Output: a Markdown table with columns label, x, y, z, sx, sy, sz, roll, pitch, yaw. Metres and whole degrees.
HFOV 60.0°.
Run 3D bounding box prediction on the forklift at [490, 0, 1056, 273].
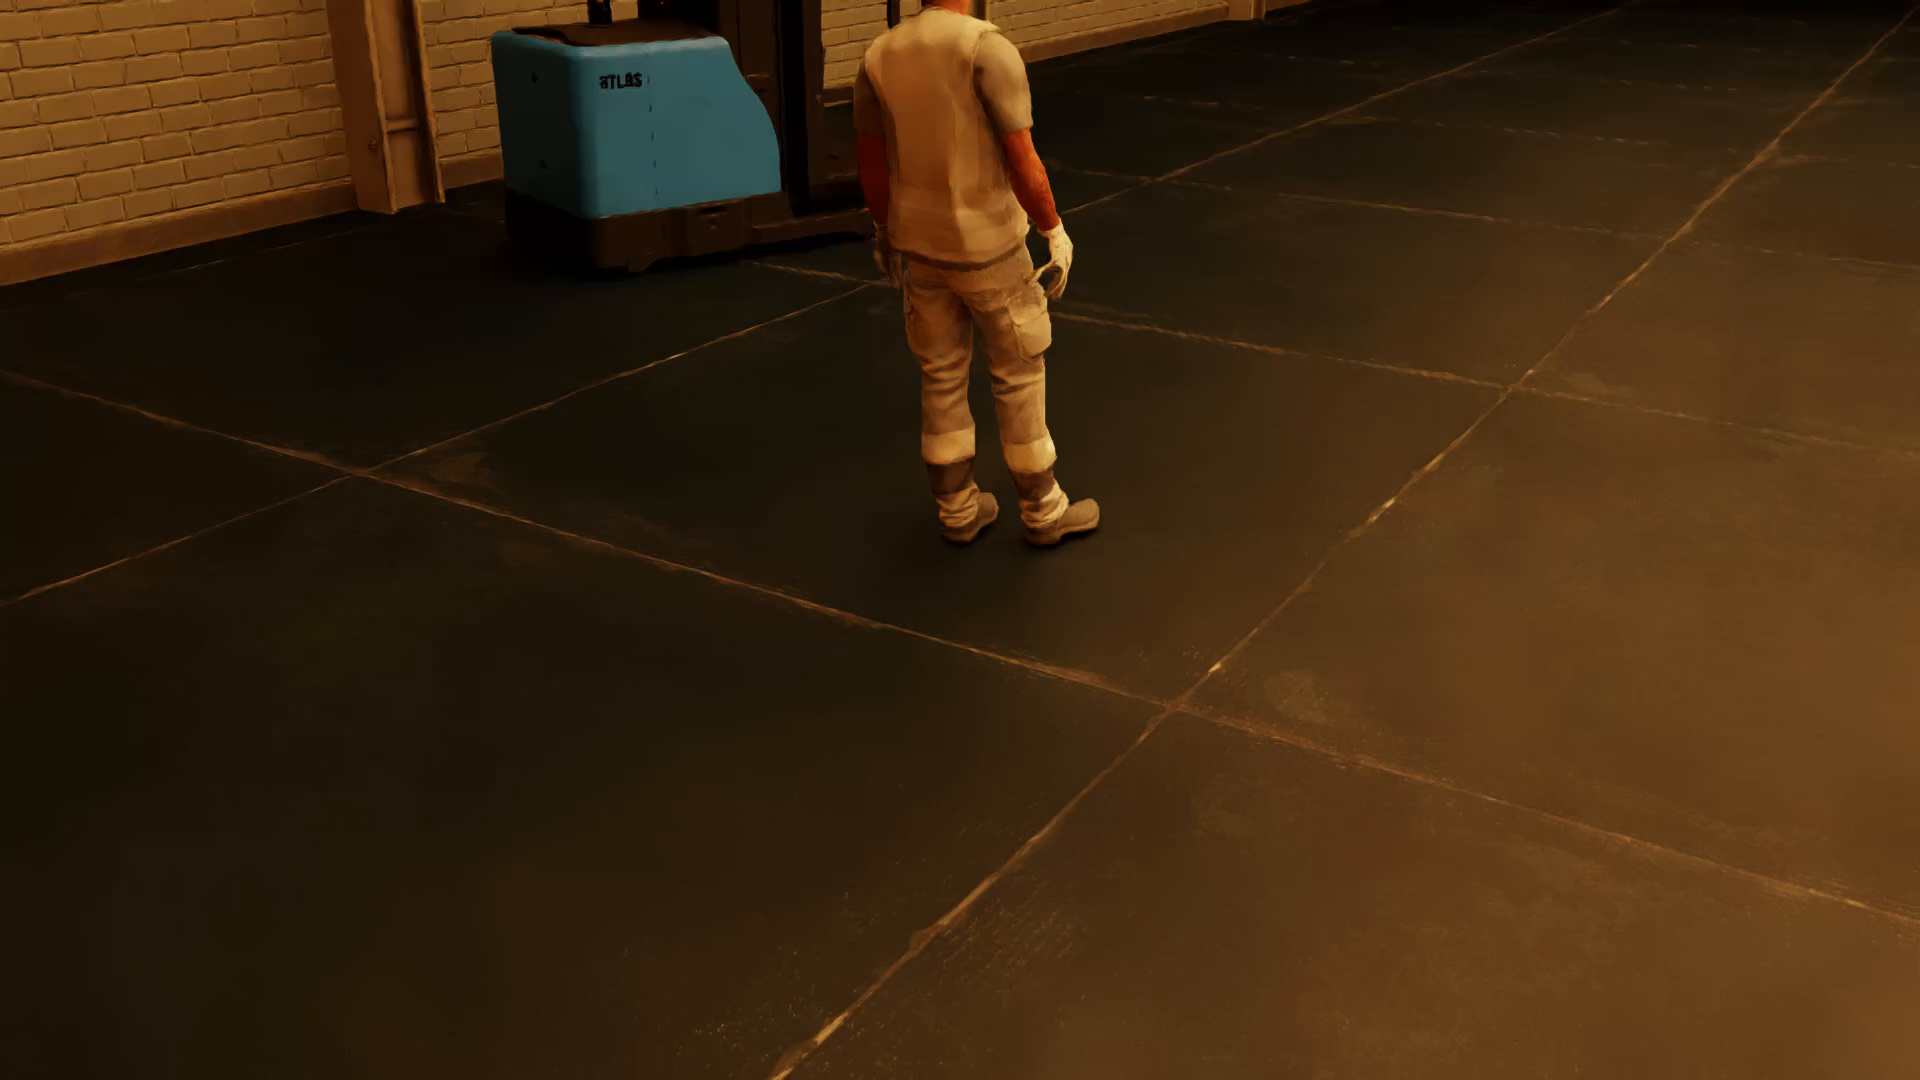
| label | x | y | z | sx | sy | sz | roll | pitch | yaw |
| --- | --- | --- | --- | --- | --- | --- | --- | --- | --- |
| forklift | -0.847 | -3.074 | 8.493 | 3.031 | 2.935 | 1.130 | -17 | 28 | -34 |

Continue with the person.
| label | x | y | z | sx | sy | sz | roll | pitch | yaw |
| --- | --- | --- | --- | --- | --- | --- | --- | --- | --- |
| person | 0.053 | -0.853 | 4.742 | 0.637 | 1.787 | 0.563 | 14 | 27 | 30 |
